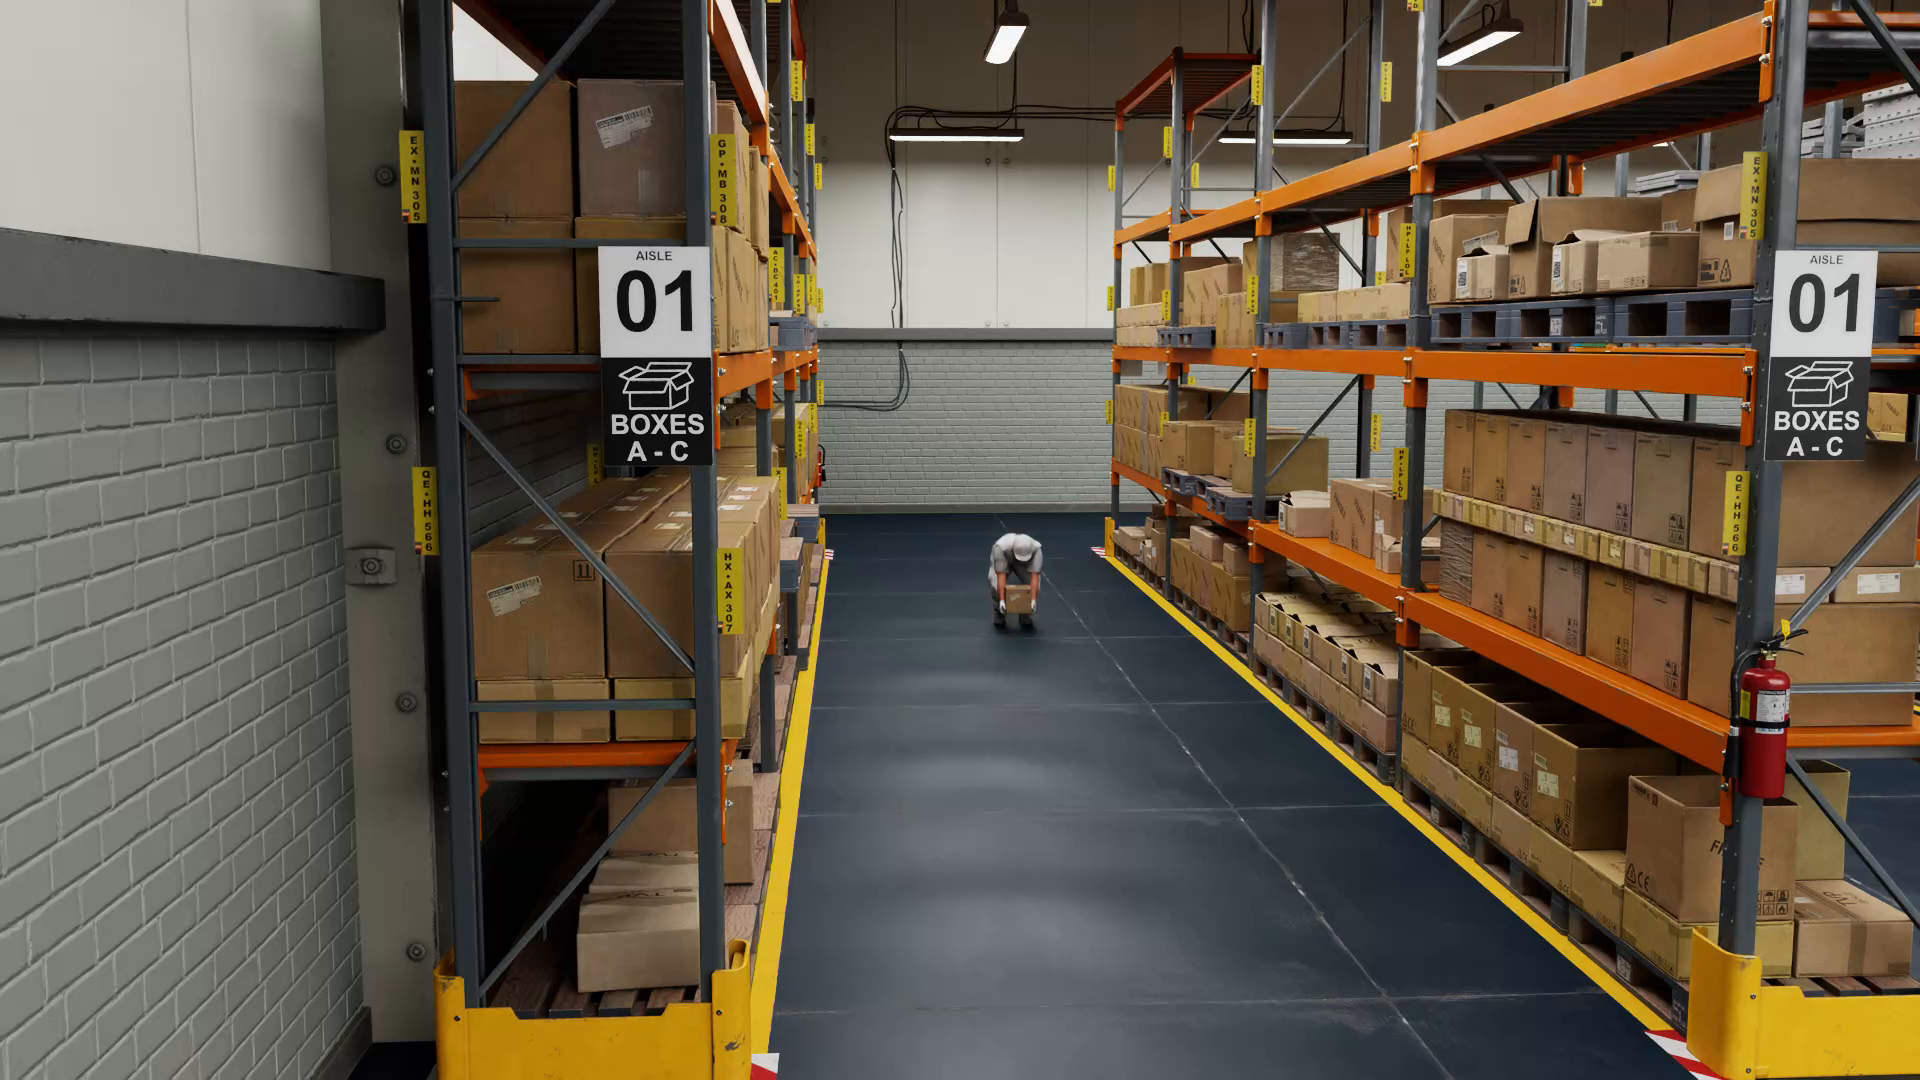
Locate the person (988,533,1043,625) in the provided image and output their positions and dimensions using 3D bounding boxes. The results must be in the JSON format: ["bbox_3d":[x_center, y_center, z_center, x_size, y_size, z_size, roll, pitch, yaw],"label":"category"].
[{"bbox_3d":[0.560,0.389,16.775,0.536,0.985,0.946,-1,7,-6],"label":"person"}]
